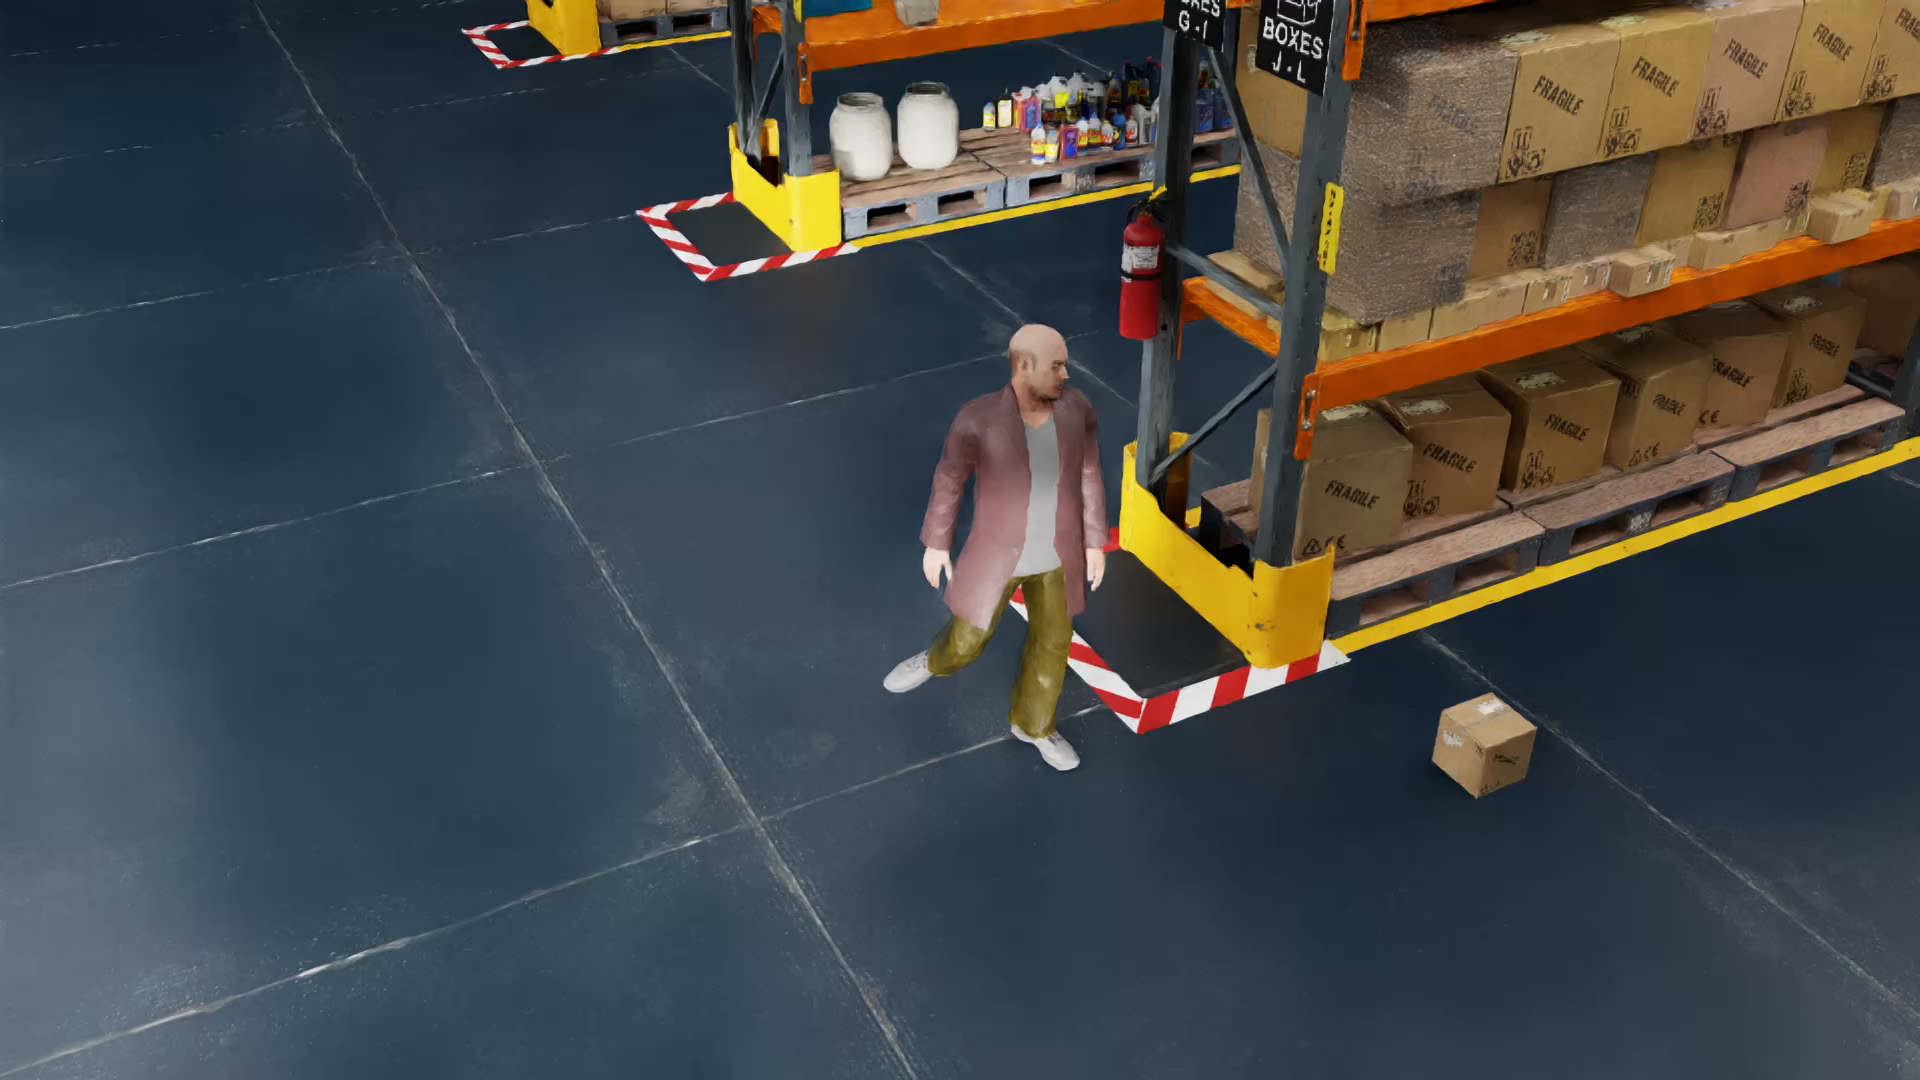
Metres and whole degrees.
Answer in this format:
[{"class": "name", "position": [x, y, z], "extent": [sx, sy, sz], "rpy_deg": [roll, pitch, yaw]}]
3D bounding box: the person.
[{"class": "person", "position": [0.142, 0.014, 6.128], "extent": [0.788, 1.775, 0.666], "rpy_deg": [-9, 34, -14]}]
